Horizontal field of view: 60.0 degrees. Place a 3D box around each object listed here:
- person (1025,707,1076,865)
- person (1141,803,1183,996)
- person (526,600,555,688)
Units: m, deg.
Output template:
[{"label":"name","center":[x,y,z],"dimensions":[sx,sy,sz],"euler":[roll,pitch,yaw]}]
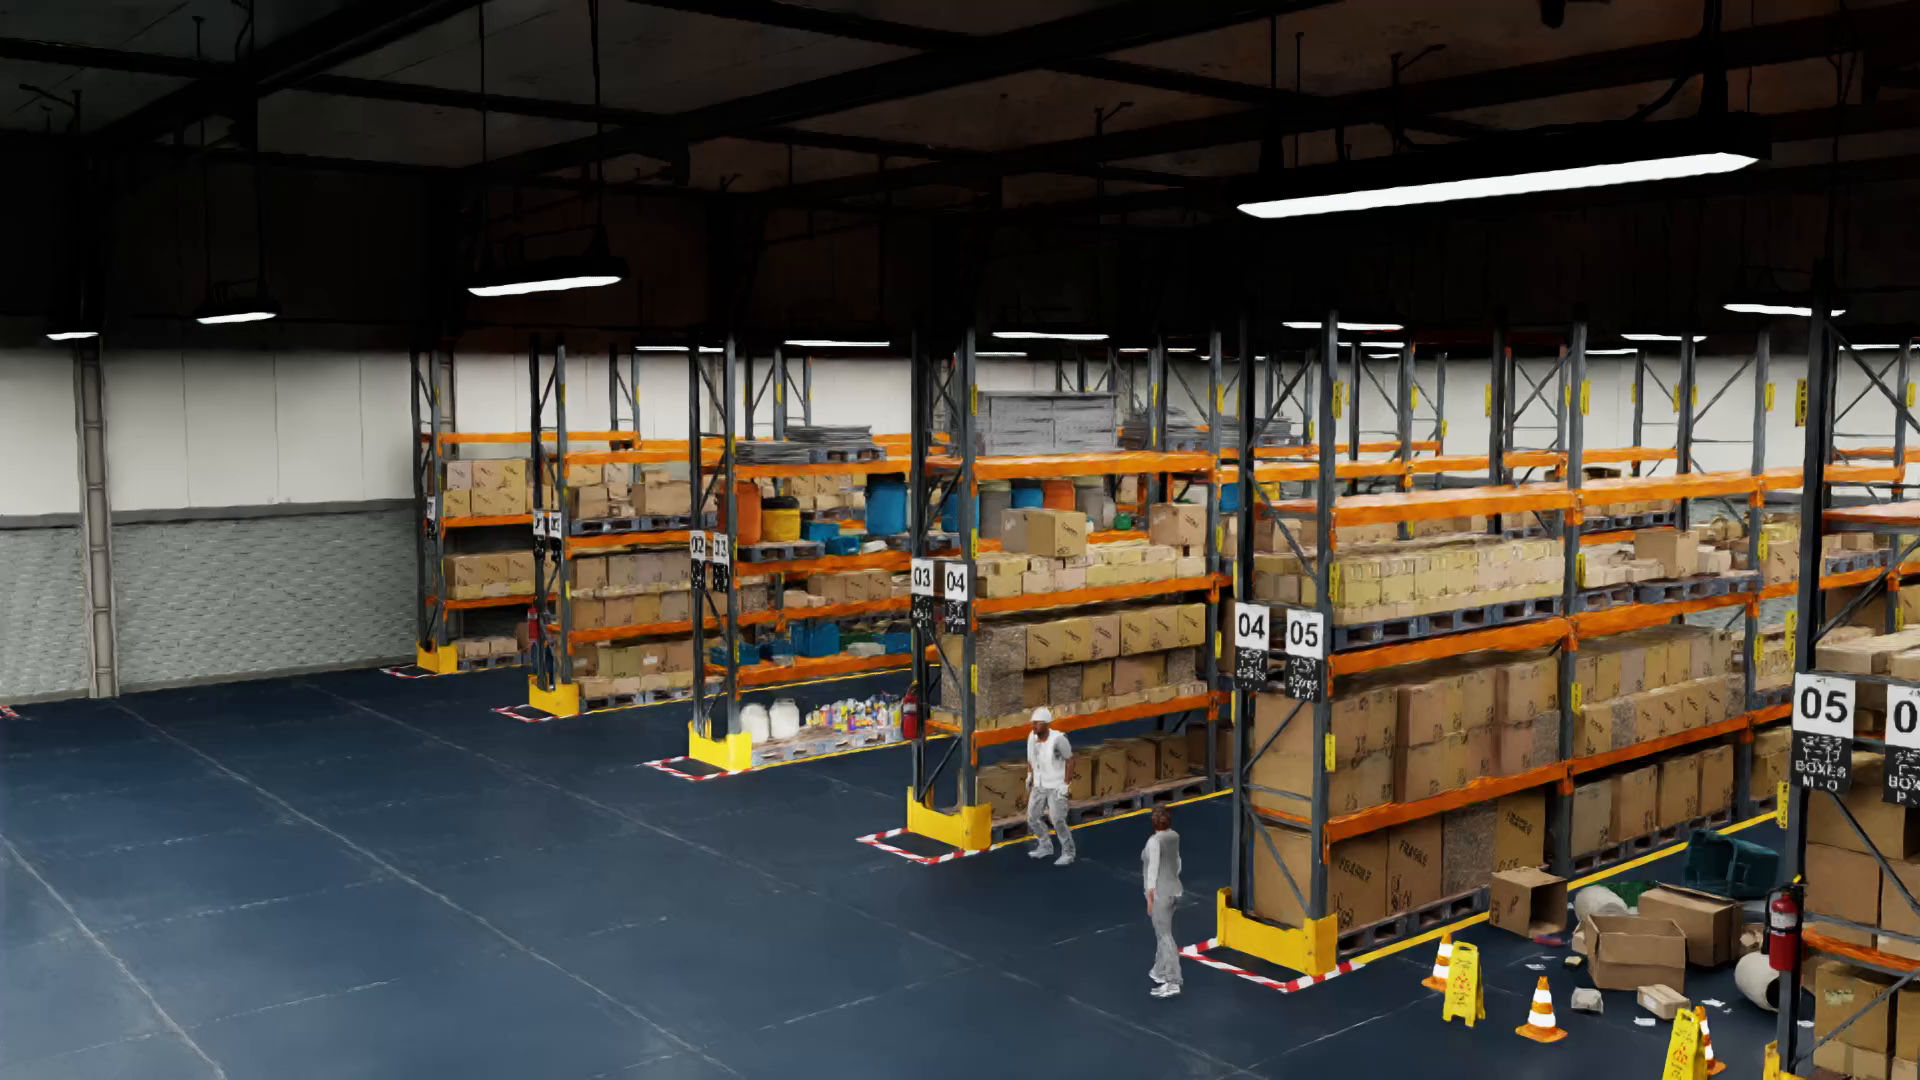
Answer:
[{"label":"person","center":[0.951,2.649,17.963],"dimensions":[0.549,1.734,0.702],"euler":[-5,7,-42]},{"label":"person","center":[1.729,3.055,14.233],"dimensions":[0.480,1.594,0.535],"euler":[4,7,38]},{"label":"person","center":[-7.099,1.754,28.150],"dimensions":[0.467,1.599,0.449],"euler":[-1,5,-13]}]
